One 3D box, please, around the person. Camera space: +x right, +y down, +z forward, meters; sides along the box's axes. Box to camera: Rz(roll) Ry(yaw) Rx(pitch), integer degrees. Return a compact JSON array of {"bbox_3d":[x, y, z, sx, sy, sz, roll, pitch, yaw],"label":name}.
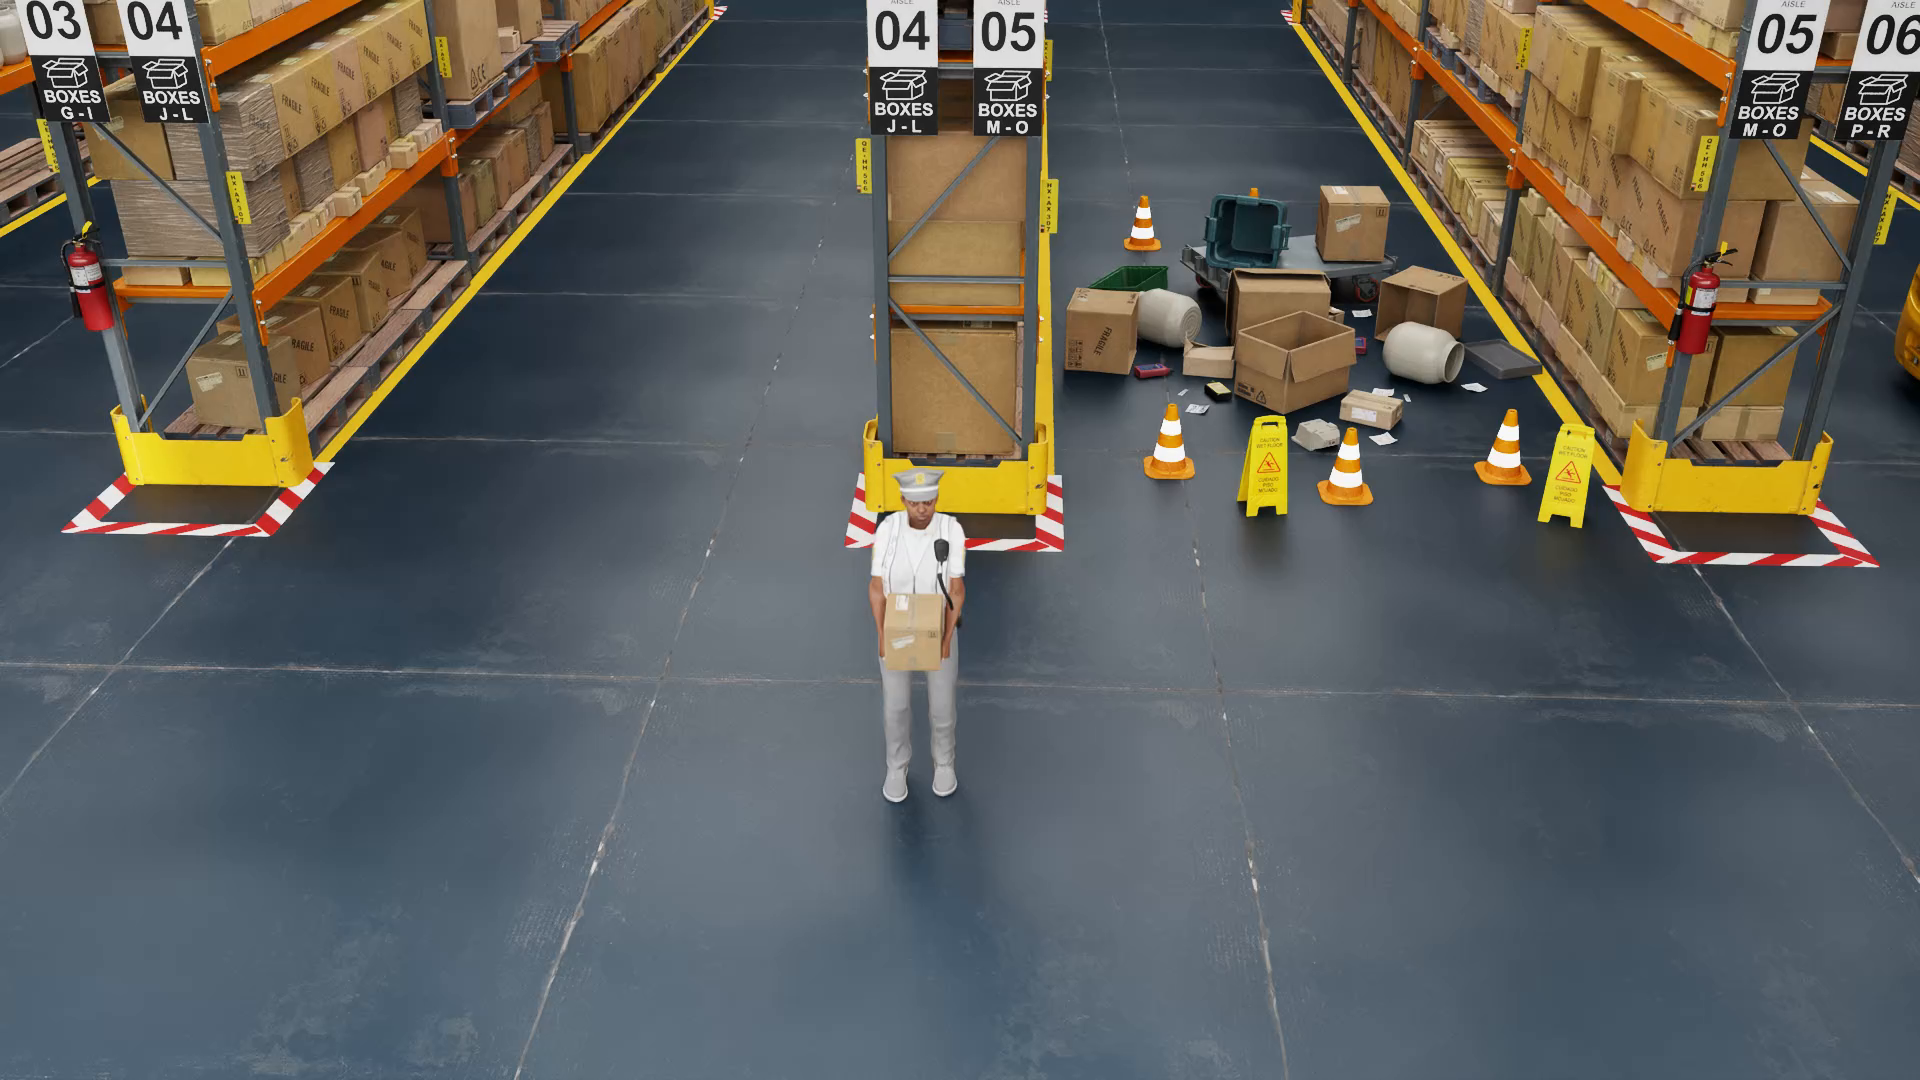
[{"bbox_3d":[-0.200,0.459,7.741,0.448,1.692,0.510,1,28,2],"label":"person"}]
